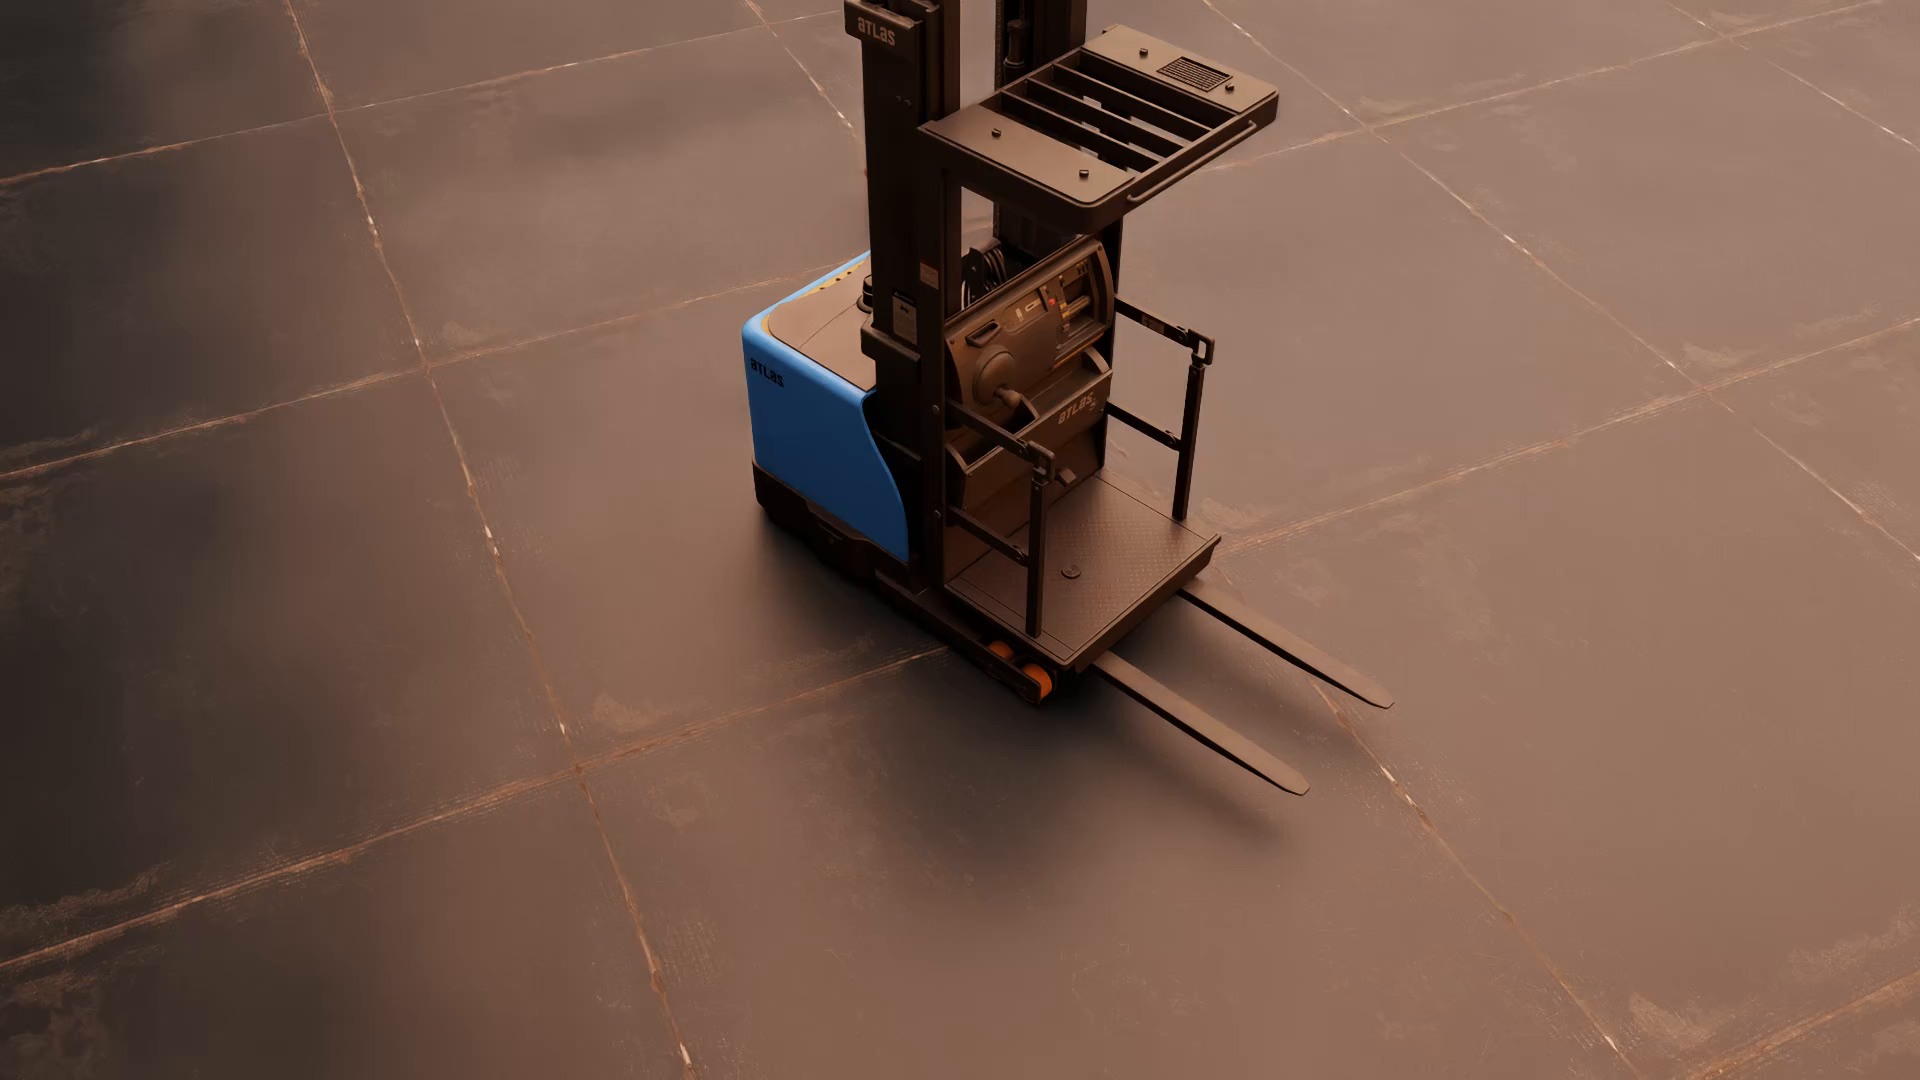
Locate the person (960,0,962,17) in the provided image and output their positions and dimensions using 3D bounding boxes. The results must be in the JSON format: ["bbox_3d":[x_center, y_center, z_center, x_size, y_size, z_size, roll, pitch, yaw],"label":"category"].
[{"bbox_3d":[-0.290,-2.823,9.665,0.557,1.673,0.438,-20,47,-20],"label":"person"}]

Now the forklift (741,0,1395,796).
[{"bbox_3d":[0.445,-0.788,6.525,3.031,2.935,1.130,32,52,30],"label":"forklift"}]
